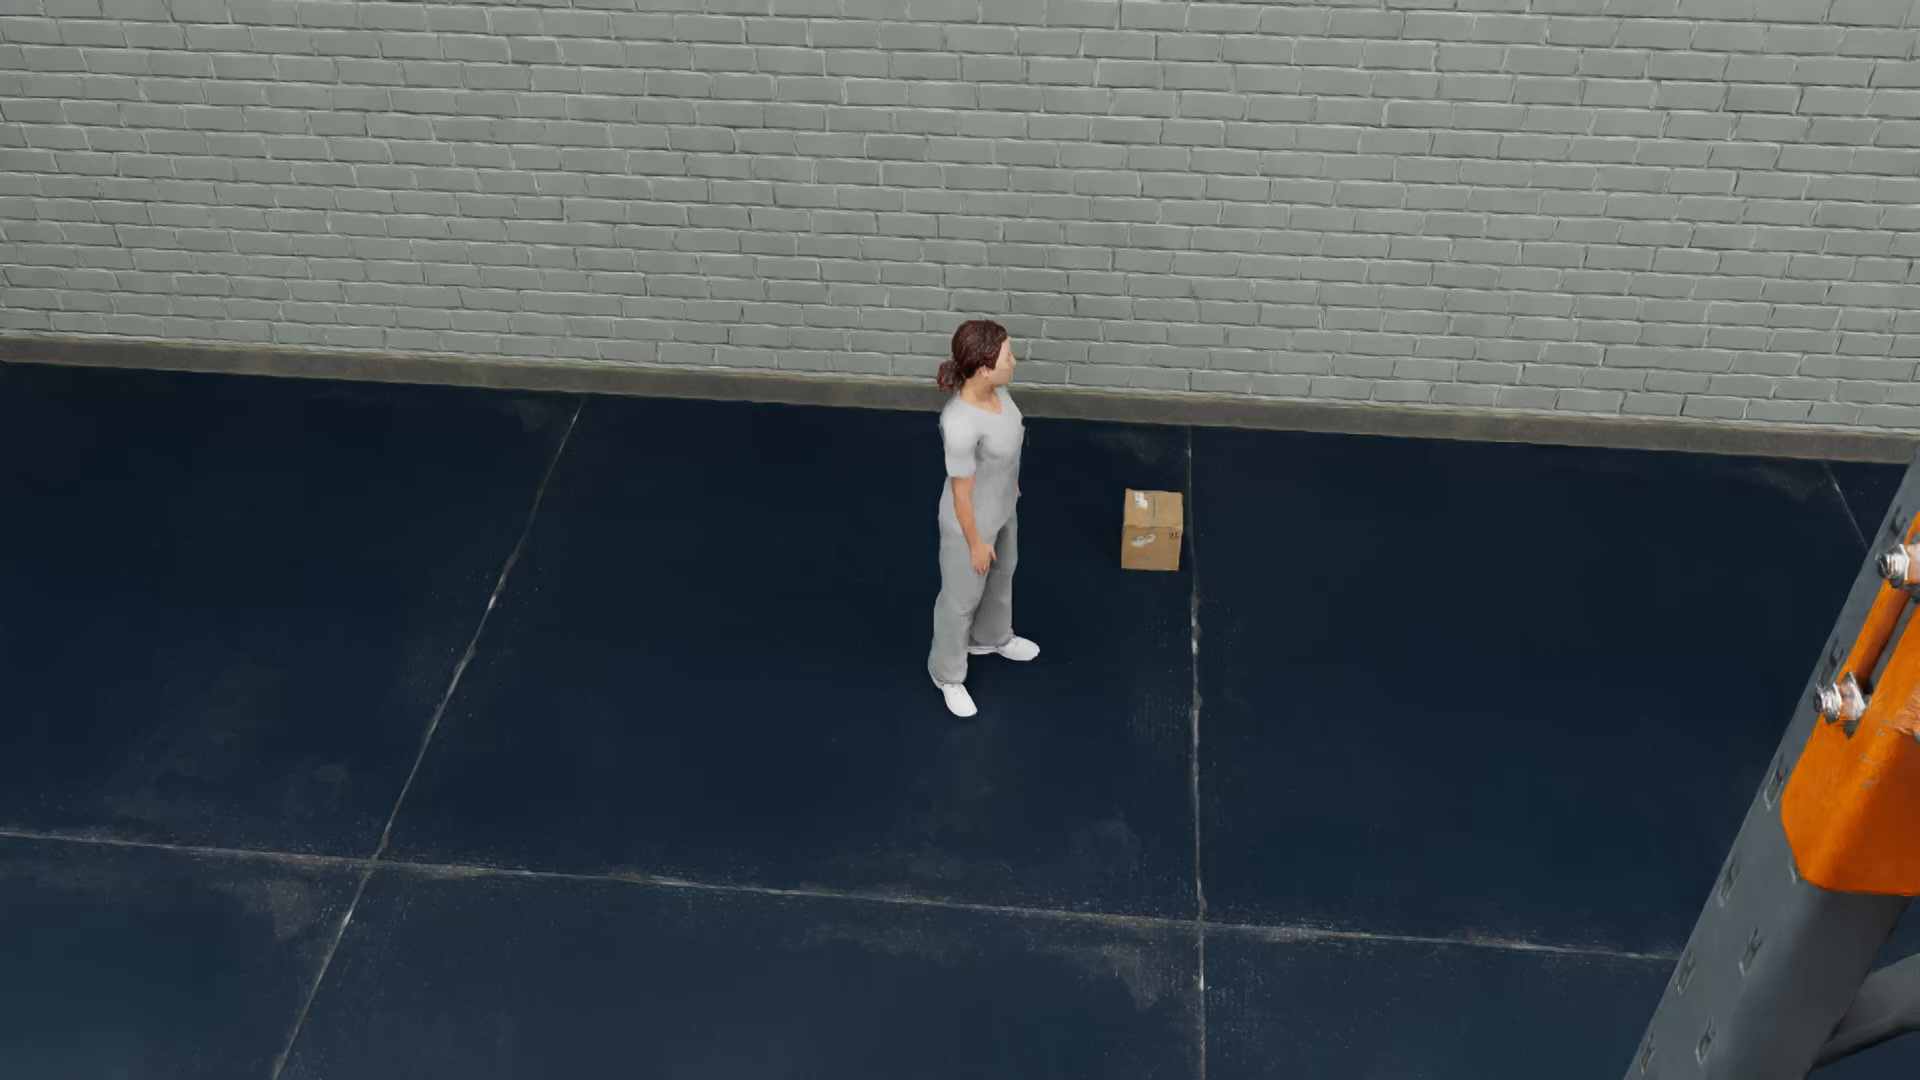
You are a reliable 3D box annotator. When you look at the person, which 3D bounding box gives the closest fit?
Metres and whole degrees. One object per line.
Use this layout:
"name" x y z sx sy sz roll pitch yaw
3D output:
"person" 0.084 -0.094 6.237 0.366 1.681 0.540 16 43 18
